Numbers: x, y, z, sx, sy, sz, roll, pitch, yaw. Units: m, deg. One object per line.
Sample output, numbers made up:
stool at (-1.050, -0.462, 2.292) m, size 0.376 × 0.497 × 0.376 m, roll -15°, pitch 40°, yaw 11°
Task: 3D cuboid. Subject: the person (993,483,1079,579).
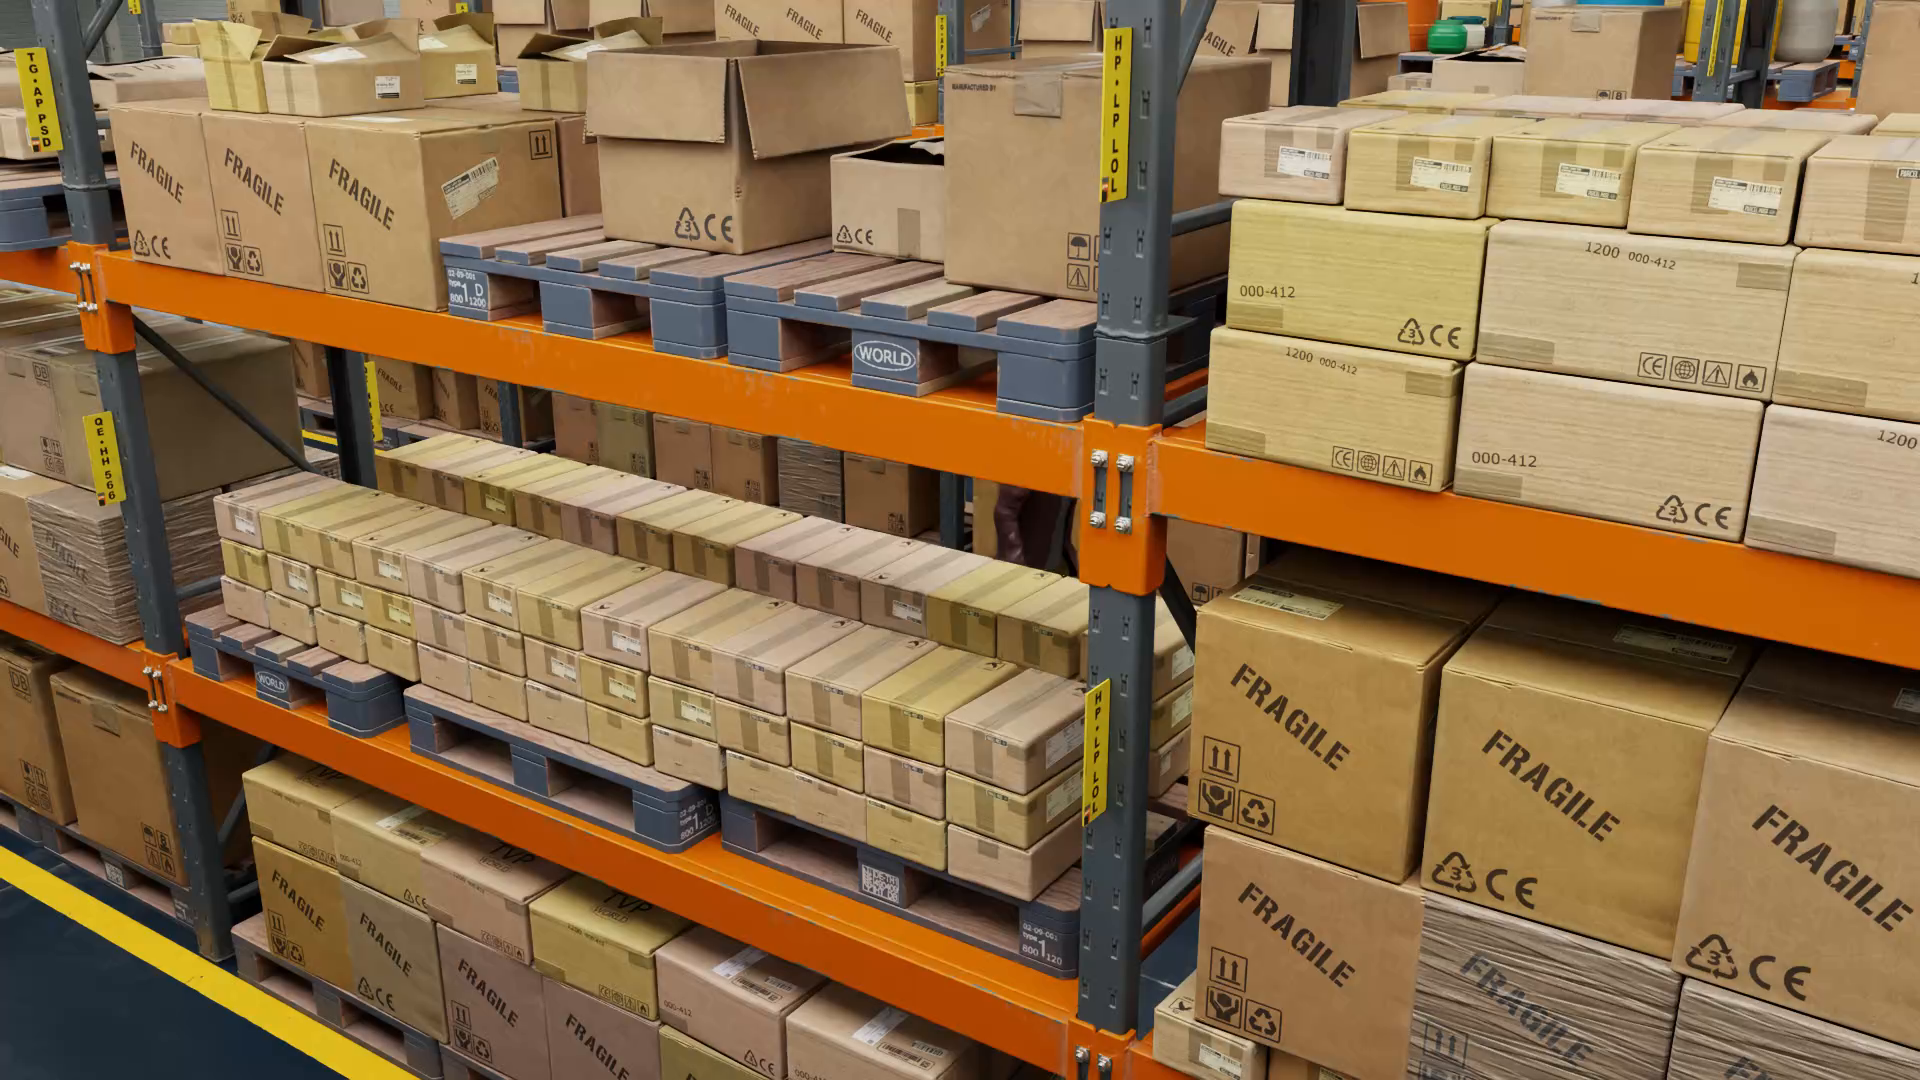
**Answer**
person at (0.297, 0.068, 8.428) m, size 1.012 × 1.729 × 0.678 m, roll 17°, pitch 26°, yaw 40°
